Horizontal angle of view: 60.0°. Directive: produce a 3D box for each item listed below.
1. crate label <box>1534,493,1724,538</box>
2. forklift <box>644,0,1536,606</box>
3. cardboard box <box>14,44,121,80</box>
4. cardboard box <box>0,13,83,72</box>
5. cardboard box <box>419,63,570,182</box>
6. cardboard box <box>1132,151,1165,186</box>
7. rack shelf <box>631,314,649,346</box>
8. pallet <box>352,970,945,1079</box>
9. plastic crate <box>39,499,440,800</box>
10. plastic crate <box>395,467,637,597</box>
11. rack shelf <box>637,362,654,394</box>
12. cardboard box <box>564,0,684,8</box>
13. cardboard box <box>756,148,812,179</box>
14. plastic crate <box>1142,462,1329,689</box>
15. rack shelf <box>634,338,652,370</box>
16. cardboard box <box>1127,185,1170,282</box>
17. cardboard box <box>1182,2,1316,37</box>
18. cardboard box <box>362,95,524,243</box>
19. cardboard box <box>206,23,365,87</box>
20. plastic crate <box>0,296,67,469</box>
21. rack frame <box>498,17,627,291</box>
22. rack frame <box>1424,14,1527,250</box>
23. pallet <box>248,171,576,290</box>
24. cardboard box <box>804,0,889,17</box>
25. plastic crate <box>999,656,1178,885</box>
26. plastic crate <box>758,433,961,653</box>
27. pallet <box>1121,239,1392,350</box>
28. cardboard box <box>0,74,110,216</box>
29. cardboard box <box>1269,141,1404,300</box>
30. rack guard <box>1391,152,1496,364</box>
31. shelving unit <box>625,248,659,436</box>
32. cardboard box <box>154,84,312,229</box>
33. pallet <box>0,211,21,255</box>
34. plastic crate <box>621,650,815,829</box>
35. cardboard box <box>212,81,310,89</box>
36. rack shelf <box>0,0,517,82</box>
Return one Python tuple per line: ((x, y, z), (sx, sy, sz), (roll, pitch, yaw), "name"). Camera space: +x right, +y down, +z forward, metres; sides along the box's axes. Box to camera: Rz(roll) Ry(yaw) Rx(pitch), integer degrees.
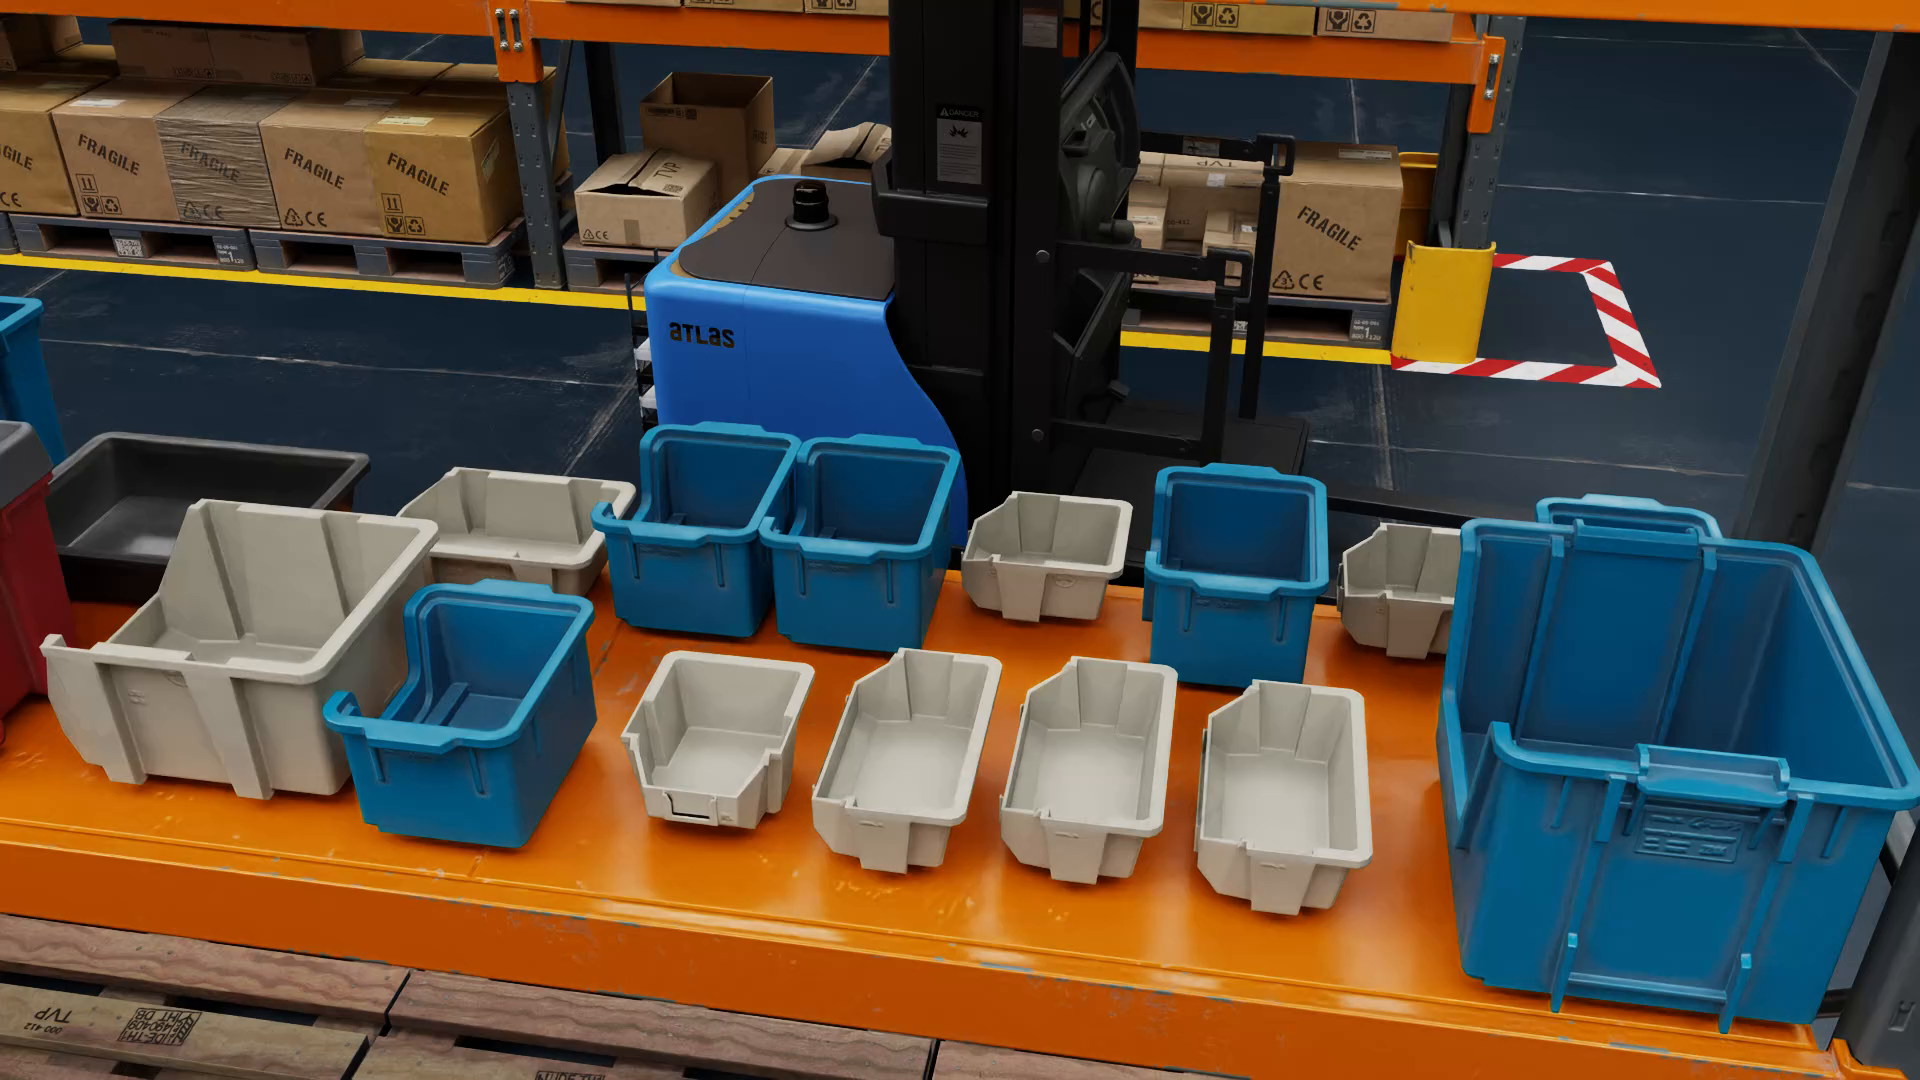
((1.127, 0.129, 2.817), (0.303, 0.233, 0.416), (5, 32, 8), "crate label")
((0.600, -1.149, 4.824), (3.031, 2.935, 1.130), (9, 33, 14), "forklift")
((-4.263, -2.146, 8.293), (0.500, 0.500, 0.500), (4, 32, 6), "cardboard box")
((-4.717, -2.507, 8.163), (0.500, 0.250, 0.500), (6, 33, 10), "cardboard box")
((-2.227, -1.967, 8.006), (0.500, 0.500, 0.500), (4, 32, 6), "cardboard box")
((0.678, -1.619, 7.687), (0.500, 0.250, 0.500), (5, 32, 8), "cardboard box")
((-0.963, -0.732, 5.625), (0.200, 0.077, 0.258), (9, 33, 14), "rack shelf")
((-0.691, 1.256, 3.544), (1.213, 0.211, 1.003), (5, 32, 8), "pallet")
((-1.154, 0.179, 2.693), (0.530, 0.282, 0.437), (5, 32, 8), "plastic crate")
((-0.861, 0.006, 3.106), (0.466, 0.136, 0.293), (5, 32, 8), "plastic crate")
((-0.963, -0.579, 5.720), (0.200, 0.077, 0.258), (9, 33, 14), "rack shelf")
((-1.335, -2.524, 6.860), (0.500, 0.500, 0.500), (6, 33, 9), "cardboard box")
((-0.802, -1.743, 7.979), (0.250, 0.149, 0.380), (5, 32, 8), "cardboard box")
((0.478, 0.071, 2.911), (0.300, 0.233, 0.416), (5, 32, 8), "plastic crate")
((-0.963, -0.655, 5.673), (0.200, 0.077, 0.258), (9, 33, 14), "rack shelf")
((0.643, -1.353, 7.262), (0.500, 0.250, 0.500), (5, 32, 8), "cardboard box")
((1.152, -2.297, 6.498), (0.500, 0.500, 0.500), (5, 32, 9), "cardboard box")
((-2.326, -1.690, 7.565), (0.500, 0.500, 0.500), (5, 32, 8), "cardboard box")
((-3.213, -2.374, 7.950), (0.500, 0.250, 0.500), (5, 32, 8), "cardboard box")
((-2.111, -0.234, 3.256), (0.575, 0.384, 0.392), (5, 32, 8), "plastic crate")
((-1.791, -2.669, 7.187), (0.127, 3.000, 1.000), (5, 32, 8), "rack frame")
((2.152, -2.312, 6.617), (0.127, 3.000, 1.000), (5, 32, 8), "rack frame")
((-2.599, -1.540, 8.011), (1.213, 0.211, 1.003), (5, 32, 8), "pallet")
((-0.337, -2.434, 6.717), (0.500, 0.500, 0.500), (5, 32, 8), "cardboard box")
((0.197, 0.353, 2.551), (0.243, 0.136, 0.396), (5, 32, 8), "plastic crate")
((-0.171, 0.012, 3.005), (0.300, 0.233, 0.416), (5, 32, 8), "plastic crate")
((1.291, -1.207, 7.480), (1.213, 0.211, 1.003), (5, 32, 8), "pallet")
((-4.323, -1.872, 7.855), (0.500, 0.500, 0.500), (5, 32, 8), "cardboard box")
((1.574, -1.359, 7.035), (0.500, 0.500, 0.500), (5, 32, 8), "cardboard box")
((2.077, -1.259, 7.291), (0.348, 0.500, 1.175), (5, 32, 8), "rack guard")
((-0.963, -0.531, 5.750), (0.210, 0.900, 0.258), (9, 33, 14), "shelving unit")
((-3.306, -1.784, 7.714), (0.500, 0.500, 0.500), (6, 32, 9), "cardboard box")
((-5.005, -1.758, 8.359), (1.213, 0.211, 1.003), (5, 32, 8), "pallet")
((-0.376, 0.324, 2.597), (0.250, 0.136, 0.298), (5, 32, 8), "plastic crate")
((-3.246, -2.057, 8.151), (0.500, 0.500, 0.500), (6, 32, 9), "cardboard box")
((-3.763, -2.543, 7.663), (4.000, 0.370, 1.077), (5, 32, 8), "rack shelf")
